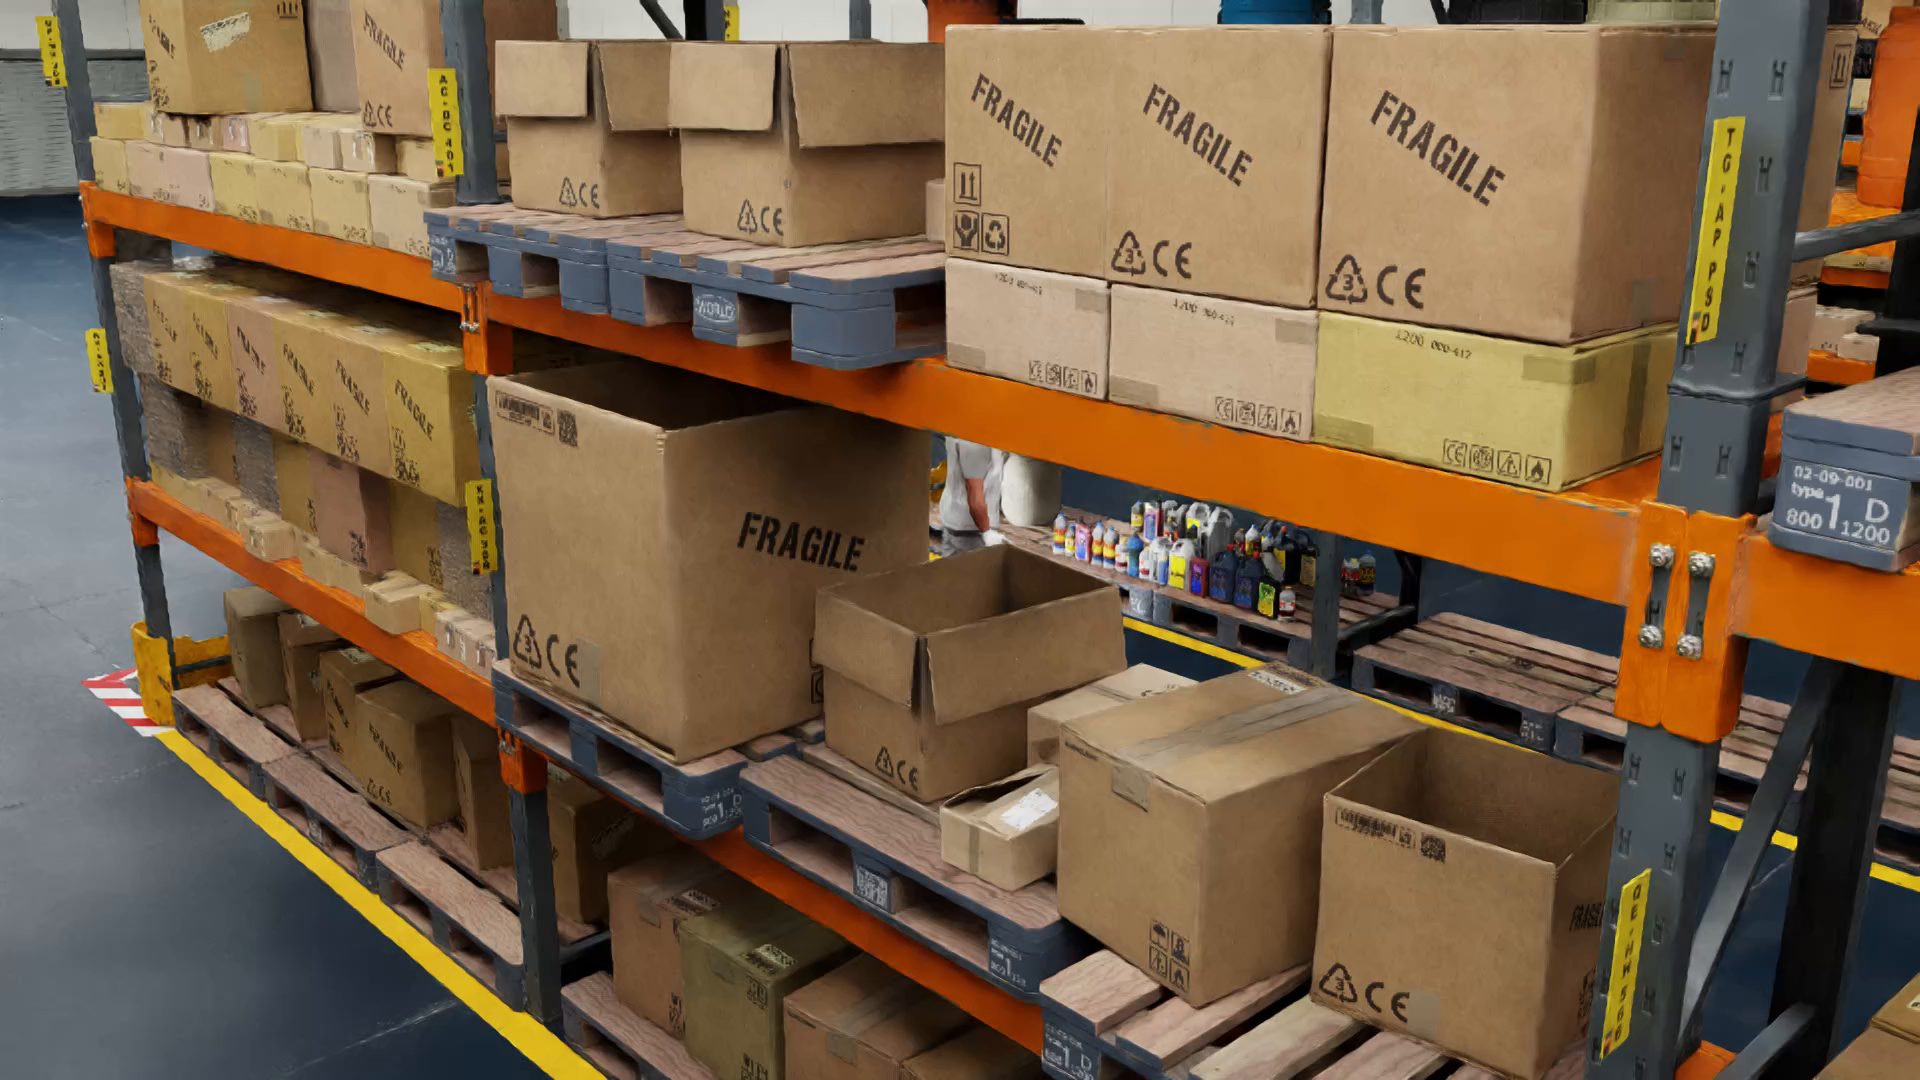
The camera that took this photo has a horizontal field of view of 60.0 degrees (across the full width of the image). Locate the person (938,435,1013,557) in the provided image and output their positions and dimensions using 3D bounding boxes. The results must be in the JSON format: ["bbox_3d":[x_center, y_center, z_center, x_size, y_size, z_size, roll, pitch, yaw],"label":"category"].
[{"bbox_3d":[0.115,-0.063,9.193,0.598,1.788,0.667,-4,18,-14],"label":"person"}]
